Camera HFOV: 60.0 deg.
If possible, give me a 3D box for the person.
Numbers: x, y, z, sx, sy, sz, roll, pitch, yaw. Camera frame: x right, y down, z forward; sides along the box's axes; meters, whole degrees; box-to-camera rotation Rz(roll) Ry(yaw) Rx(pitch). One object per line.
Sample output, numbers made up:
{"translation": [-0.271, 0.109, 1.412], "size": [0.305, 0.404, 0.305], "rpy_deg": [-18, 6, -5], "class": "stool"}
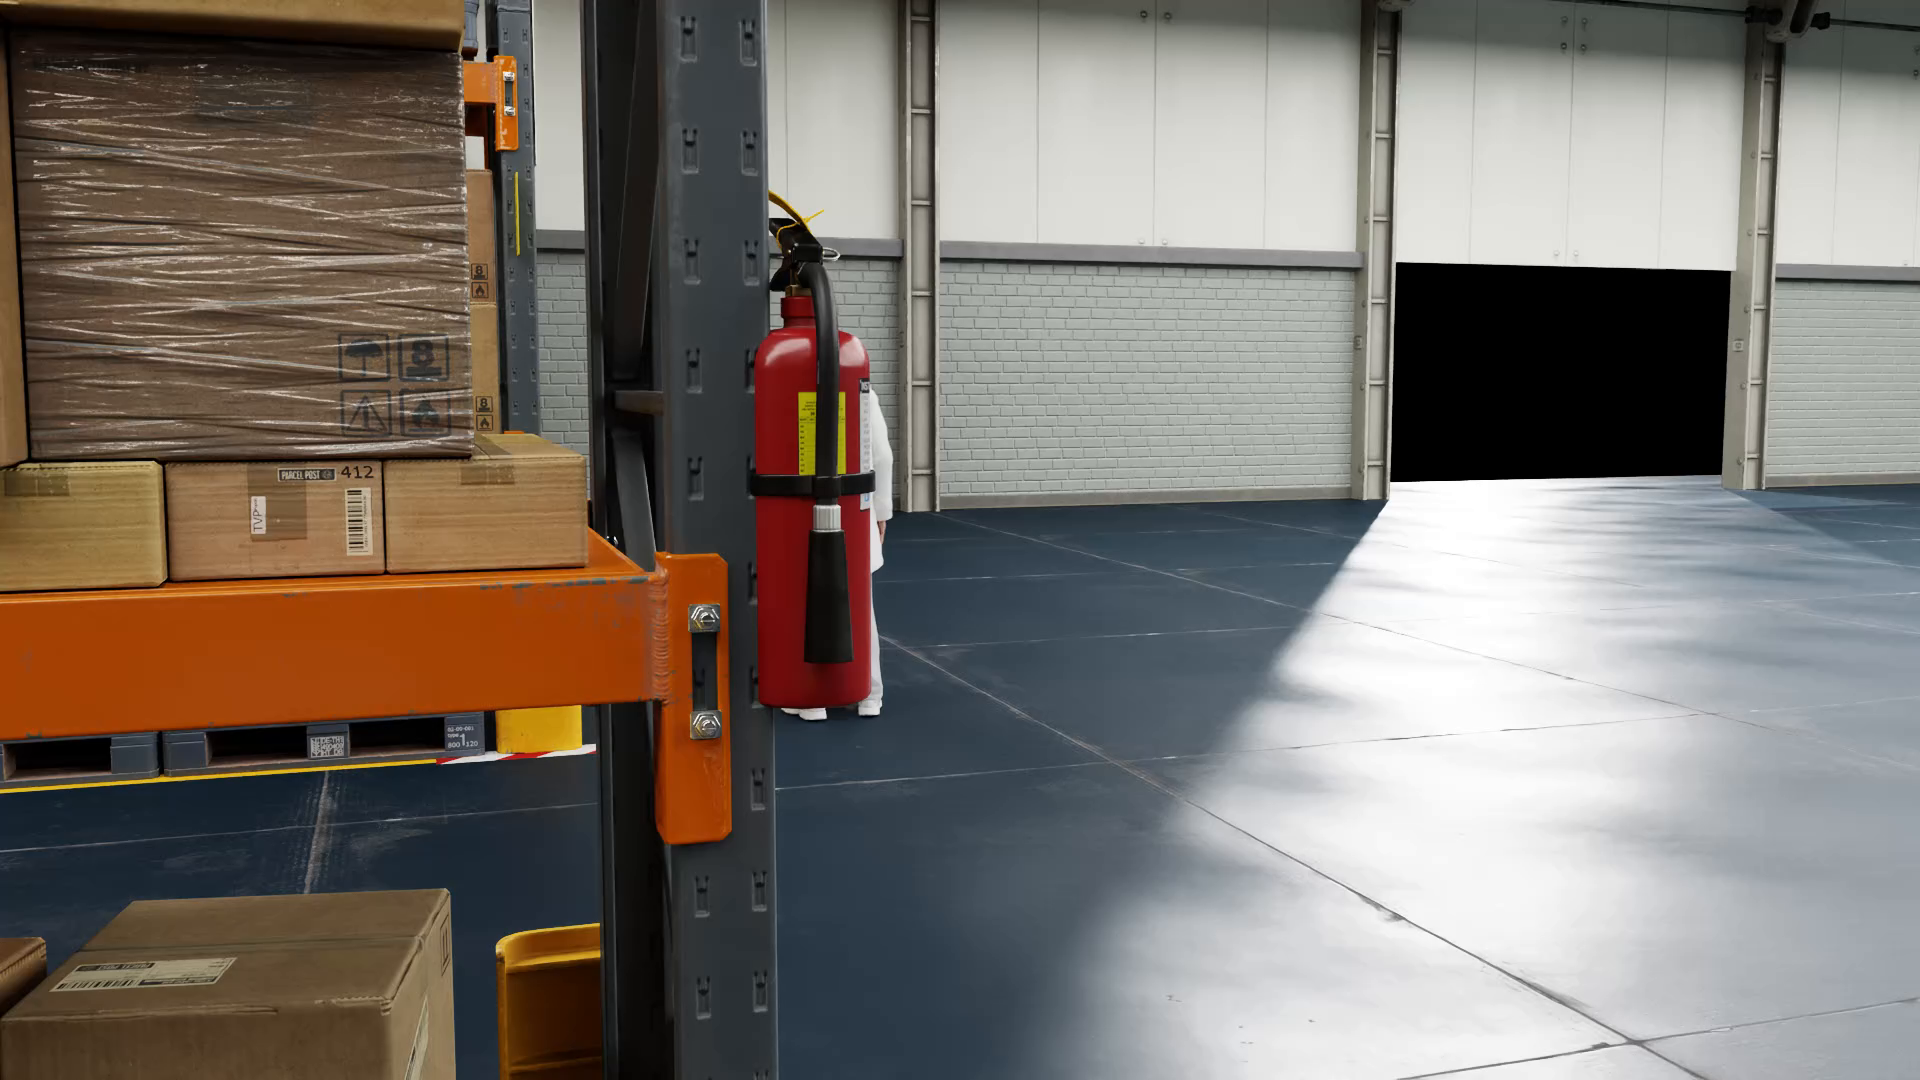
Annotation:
{"translation": [-0.617, -0.080, 7.573], "size": [0.653, 1.774, 0.422], "rpy_deg": [-2, 6, -22], "class": "person"}
